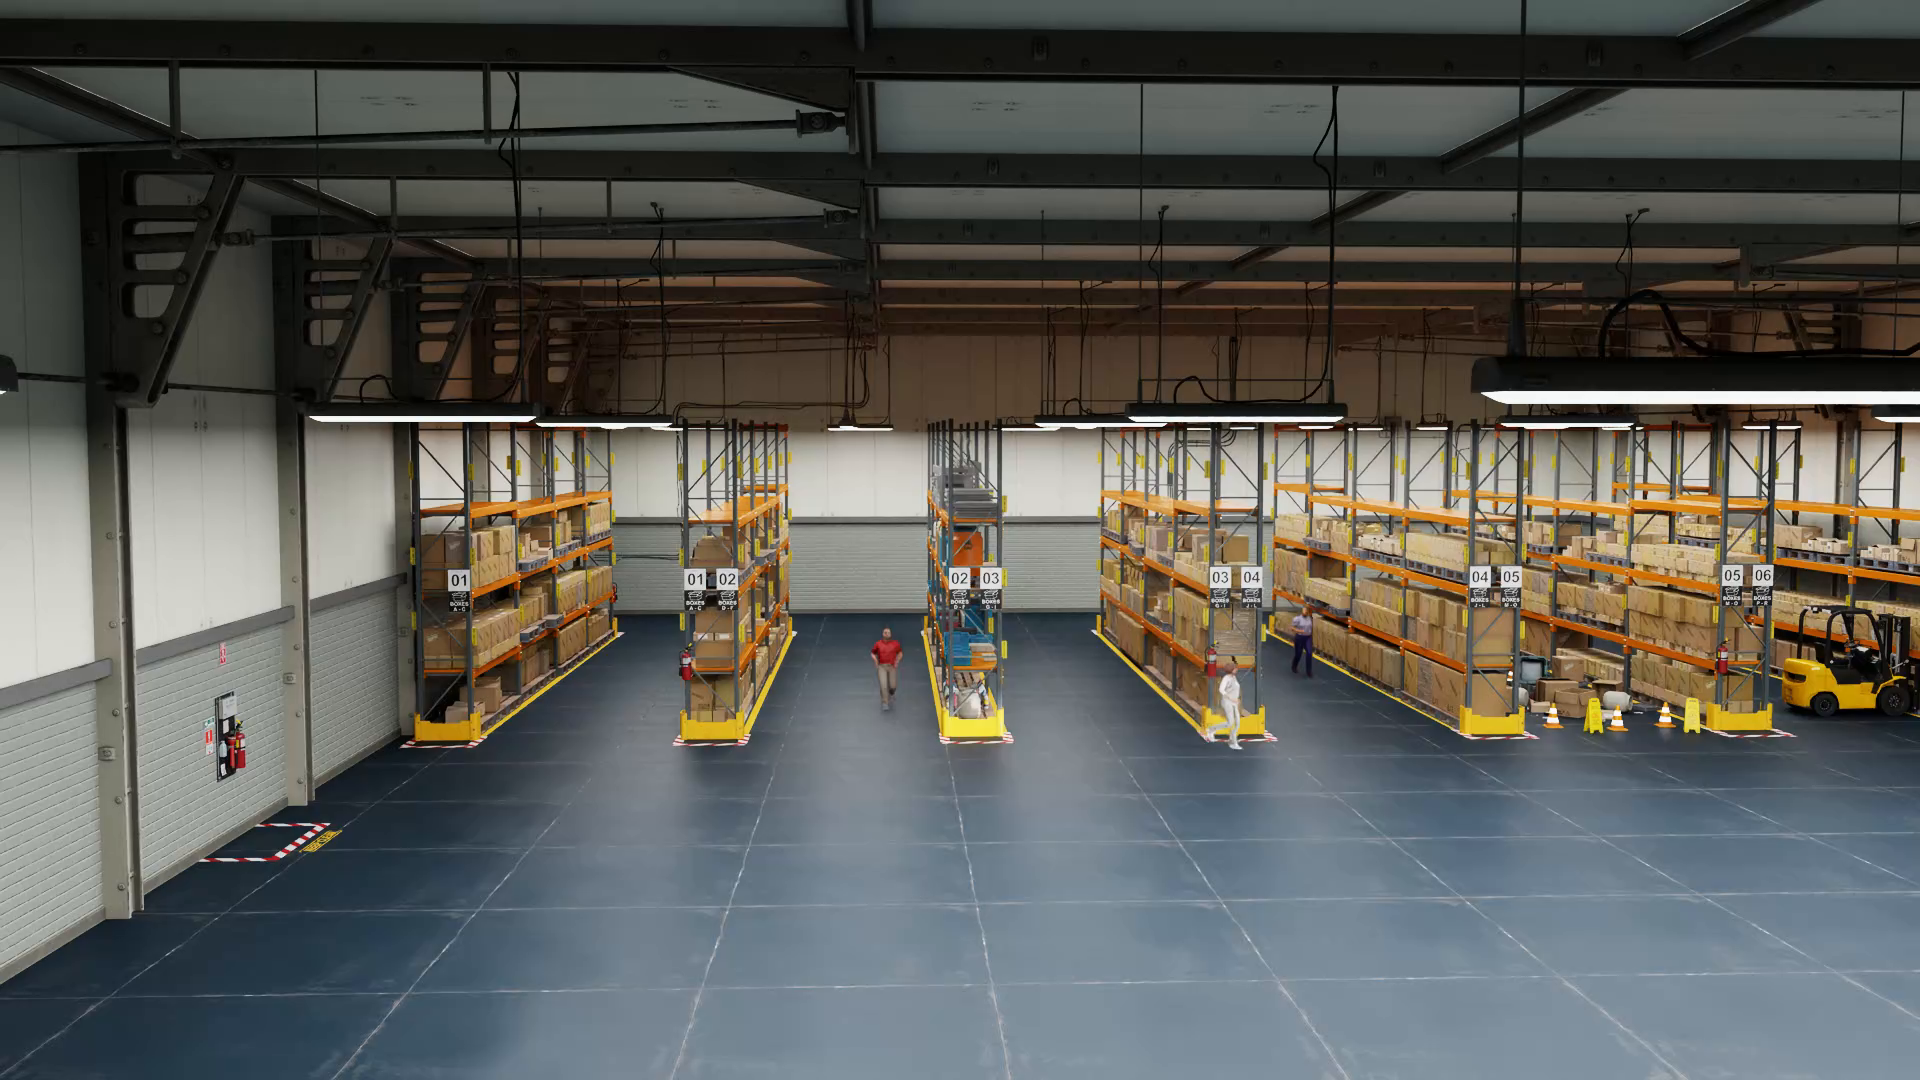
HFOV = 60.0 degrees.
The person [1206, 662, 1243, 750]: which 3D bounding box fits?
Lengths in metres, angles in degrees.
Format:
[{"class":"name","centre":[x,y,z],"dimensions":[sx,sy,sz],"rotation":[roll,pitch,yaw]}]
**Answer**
[{"class":"person","centre":[4.901,3.010,30.348],"dimensions":[0.715,1.550,0.592],"rotation":[2,4,32]}]

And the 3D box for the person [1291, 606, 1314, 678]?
[{"class":"person","centre":[8.083,2.390,39.287],"dimensions":[0.598,1.678,0.851],"rotation":[-1,4,-11]}]

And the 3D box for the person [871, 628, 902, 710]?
[{"class":"person","centre":[-1.524,2.670,34.557],"dimensions":[0.661,1.672,0.607],"rotation":[0,4,-6]}]

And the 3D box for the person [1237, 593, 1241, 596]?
[{"class":"person","centre":[7.694,1.826,47.948],"dimensions":[0.831,1.588,0.661],"rotation":[-3,5,-42]}]
